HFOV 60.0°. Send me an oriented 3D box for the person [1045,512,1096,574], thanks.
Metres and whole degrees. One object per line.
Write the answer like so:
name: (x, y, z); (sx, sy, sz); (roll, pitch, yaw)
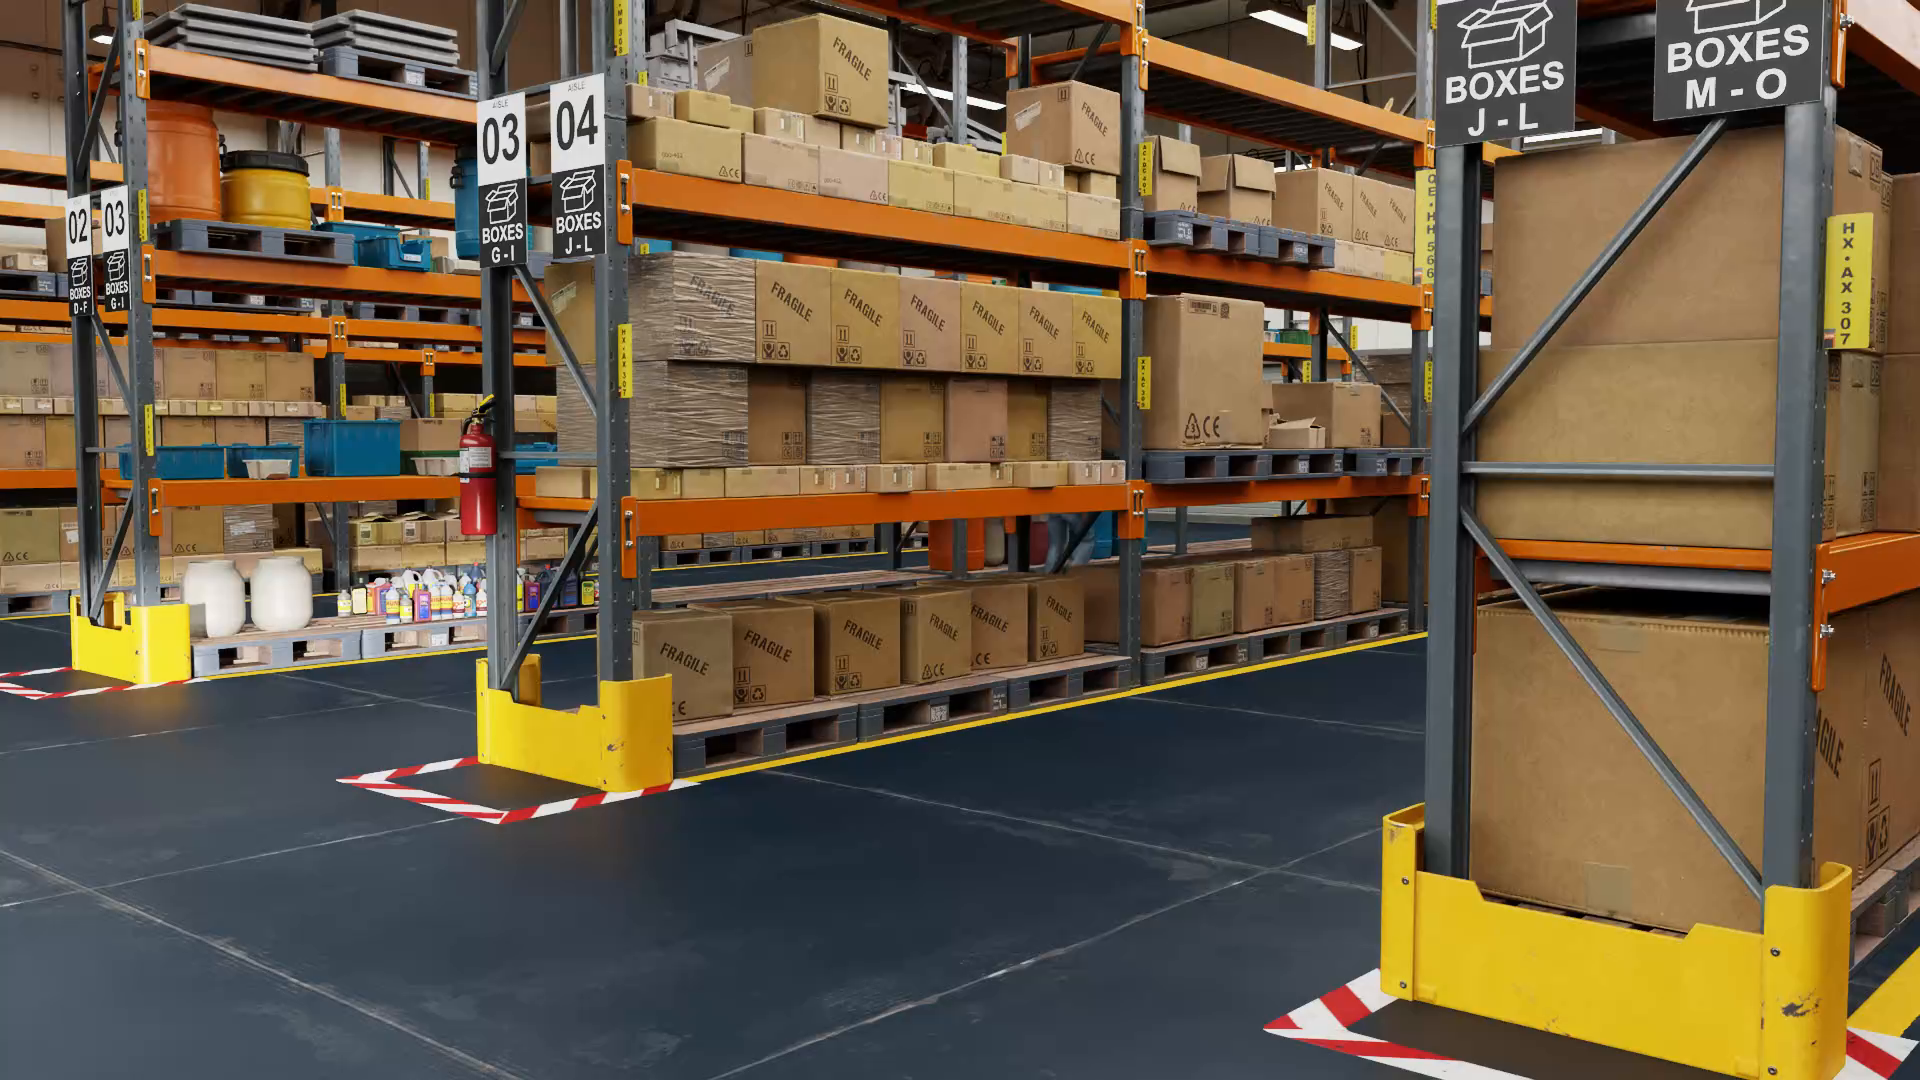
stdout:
person: (1.029, -0.292, 16.106); (0.621, 1.788, 0.522); (3, 4, 37)
